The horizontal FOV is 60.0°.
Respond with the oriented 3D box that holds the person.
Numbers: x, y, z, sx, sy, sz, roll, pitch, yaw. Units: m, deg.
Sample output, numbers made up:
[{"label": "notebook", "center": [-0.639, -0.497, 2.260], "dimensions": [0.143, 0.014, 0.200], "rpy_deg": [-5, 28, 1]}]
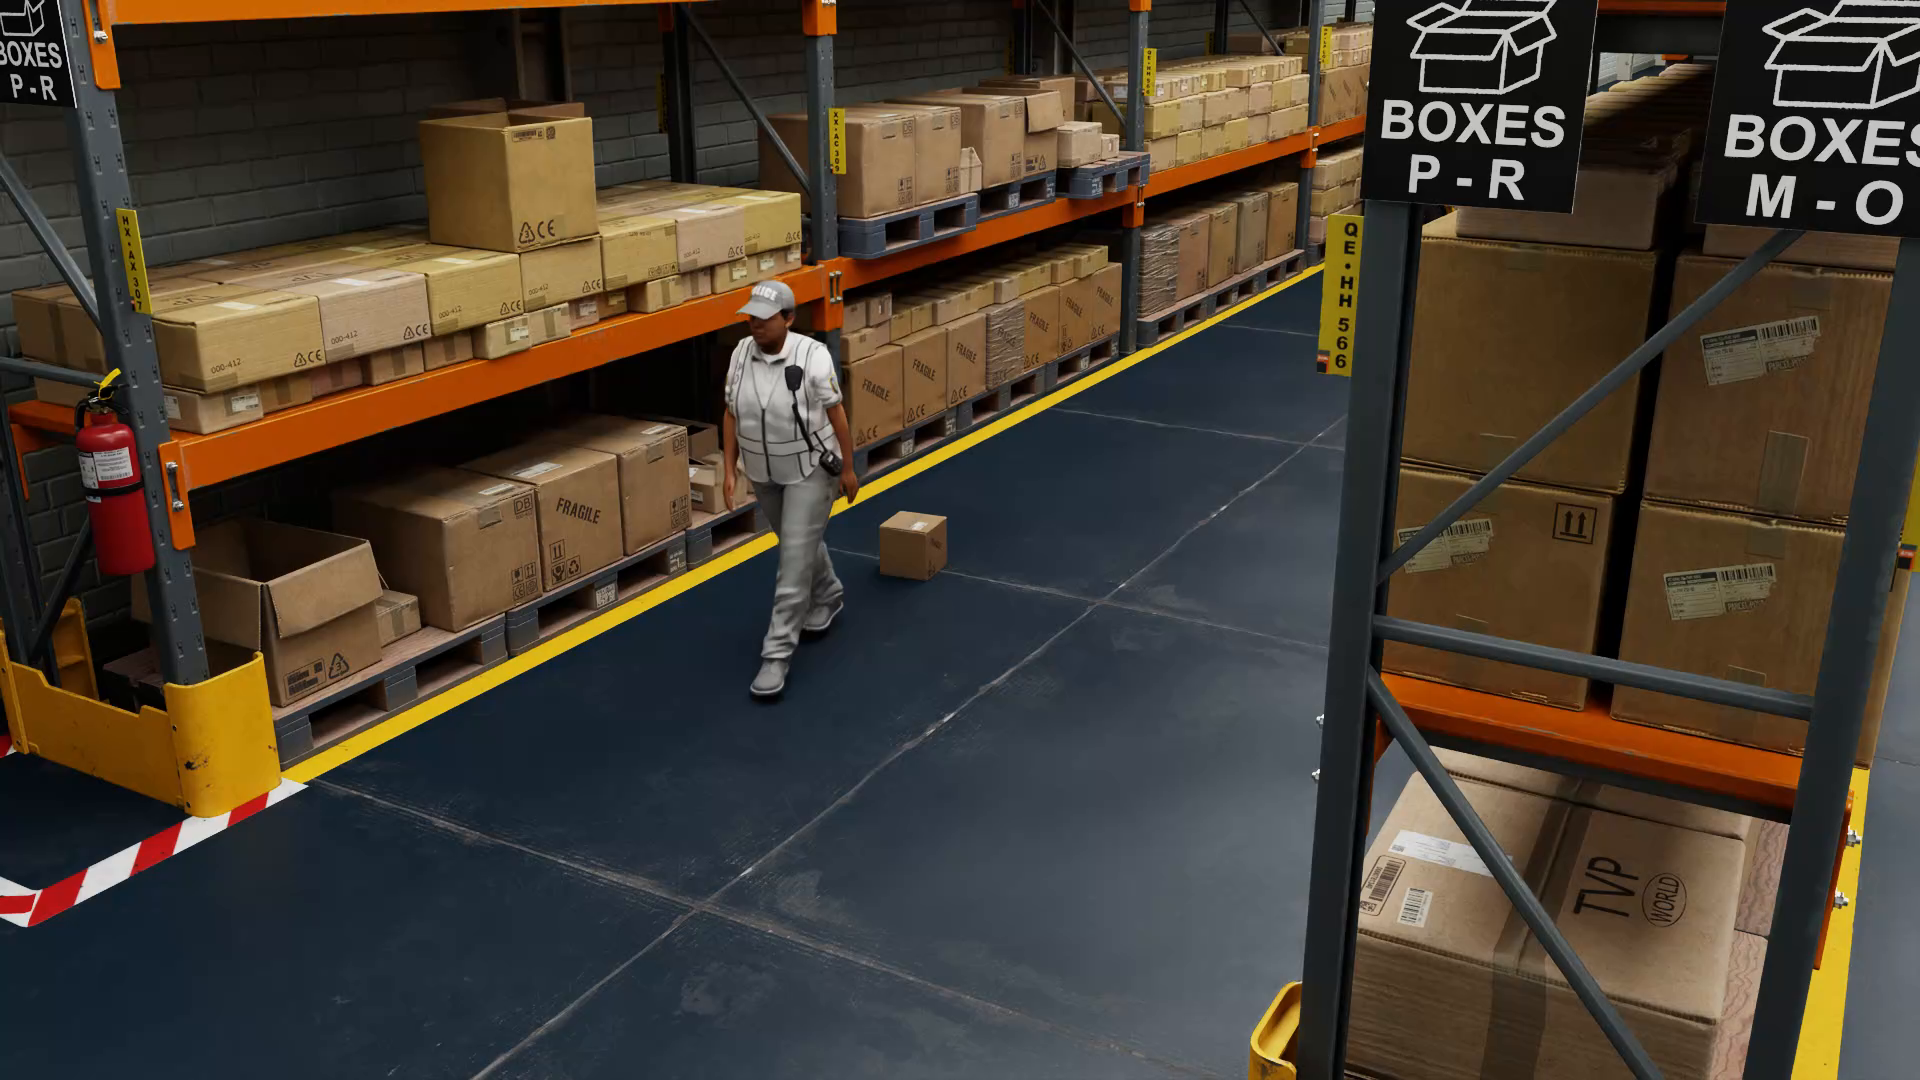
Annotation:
[{"label": "person", "center": [-0.742, -0.282, 6.851], "dimensions": [0.506, 1.598, 0.963], "rpy_deg": [10, 22, 25]}]
